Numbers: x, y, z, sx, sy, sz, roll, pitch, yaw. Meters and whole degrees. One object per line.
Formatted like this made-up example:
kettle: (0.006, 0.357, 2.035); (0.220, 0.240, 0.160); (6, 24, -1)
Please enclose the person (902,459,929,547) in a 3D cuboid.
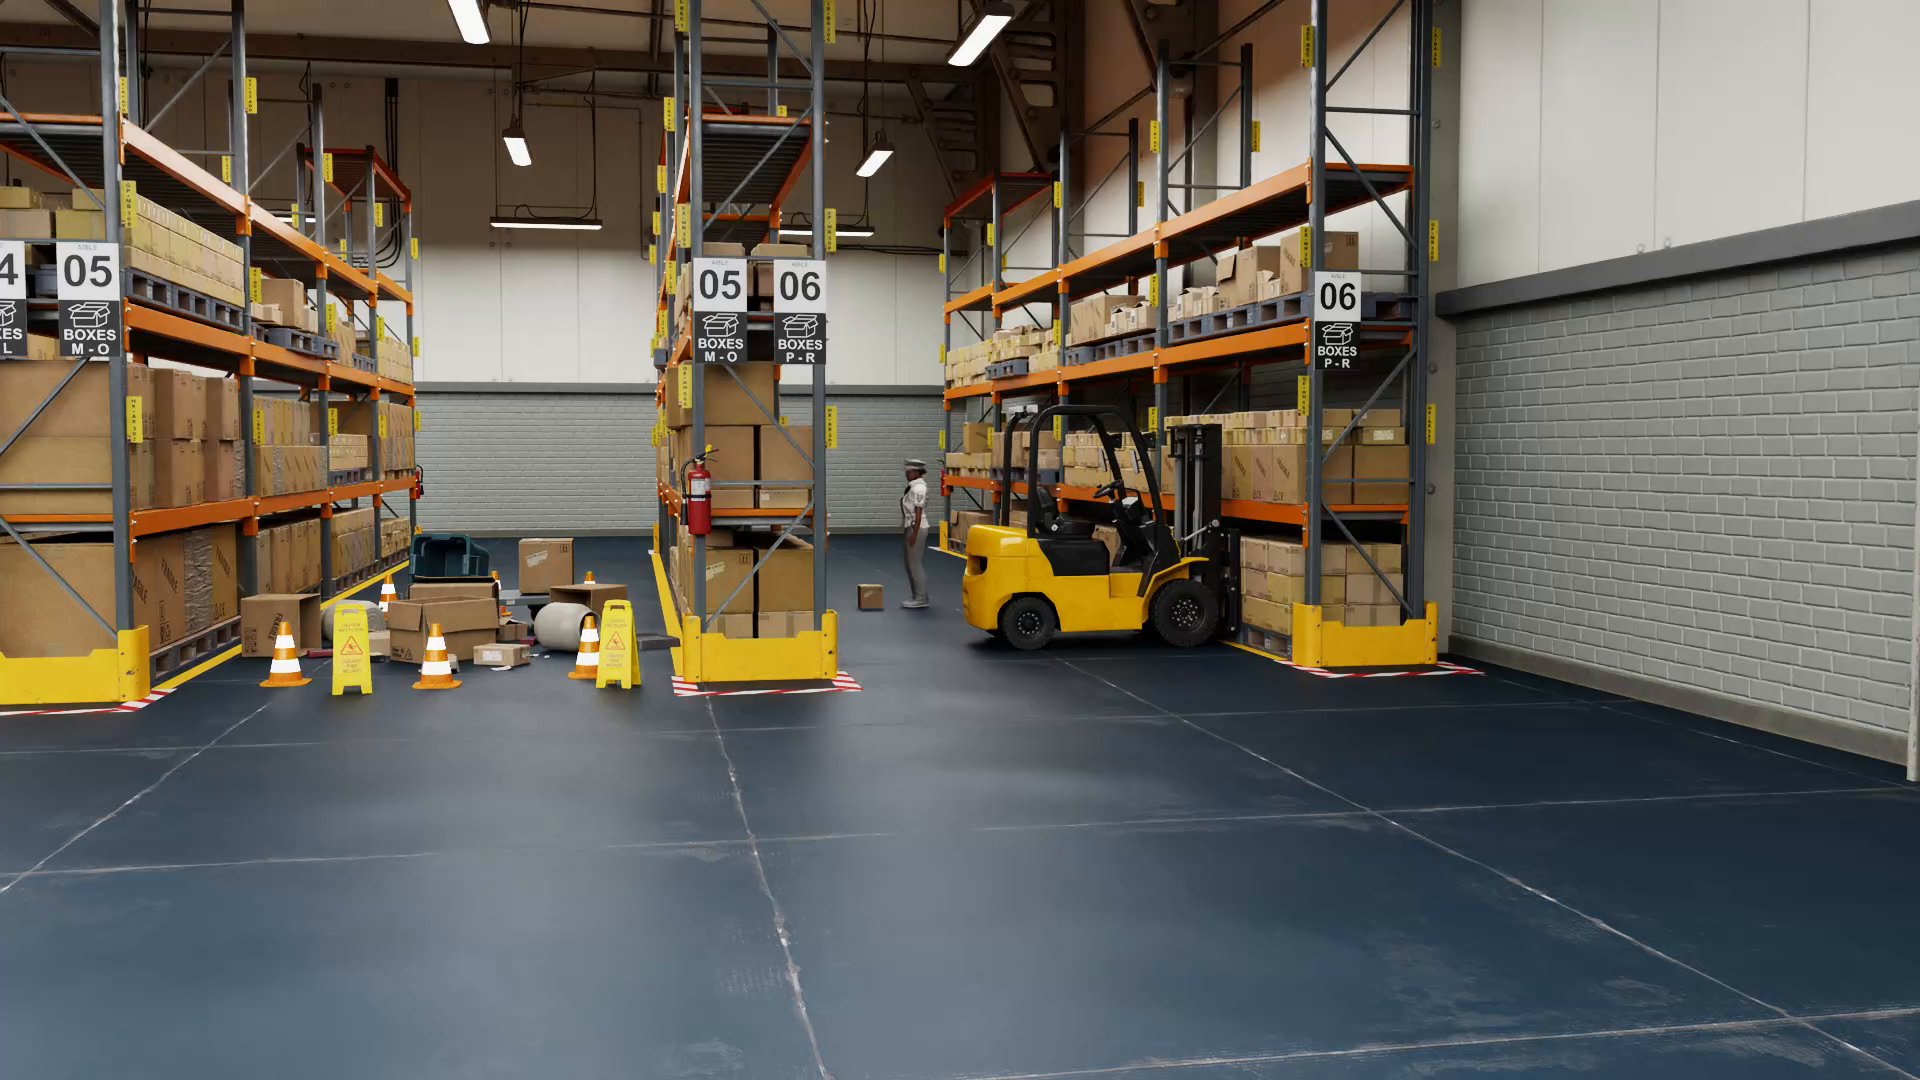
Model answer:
person: (-0.498, -0.409, 18.543); (0.318, 0.982, 0.434); (-1, 3, -10)
